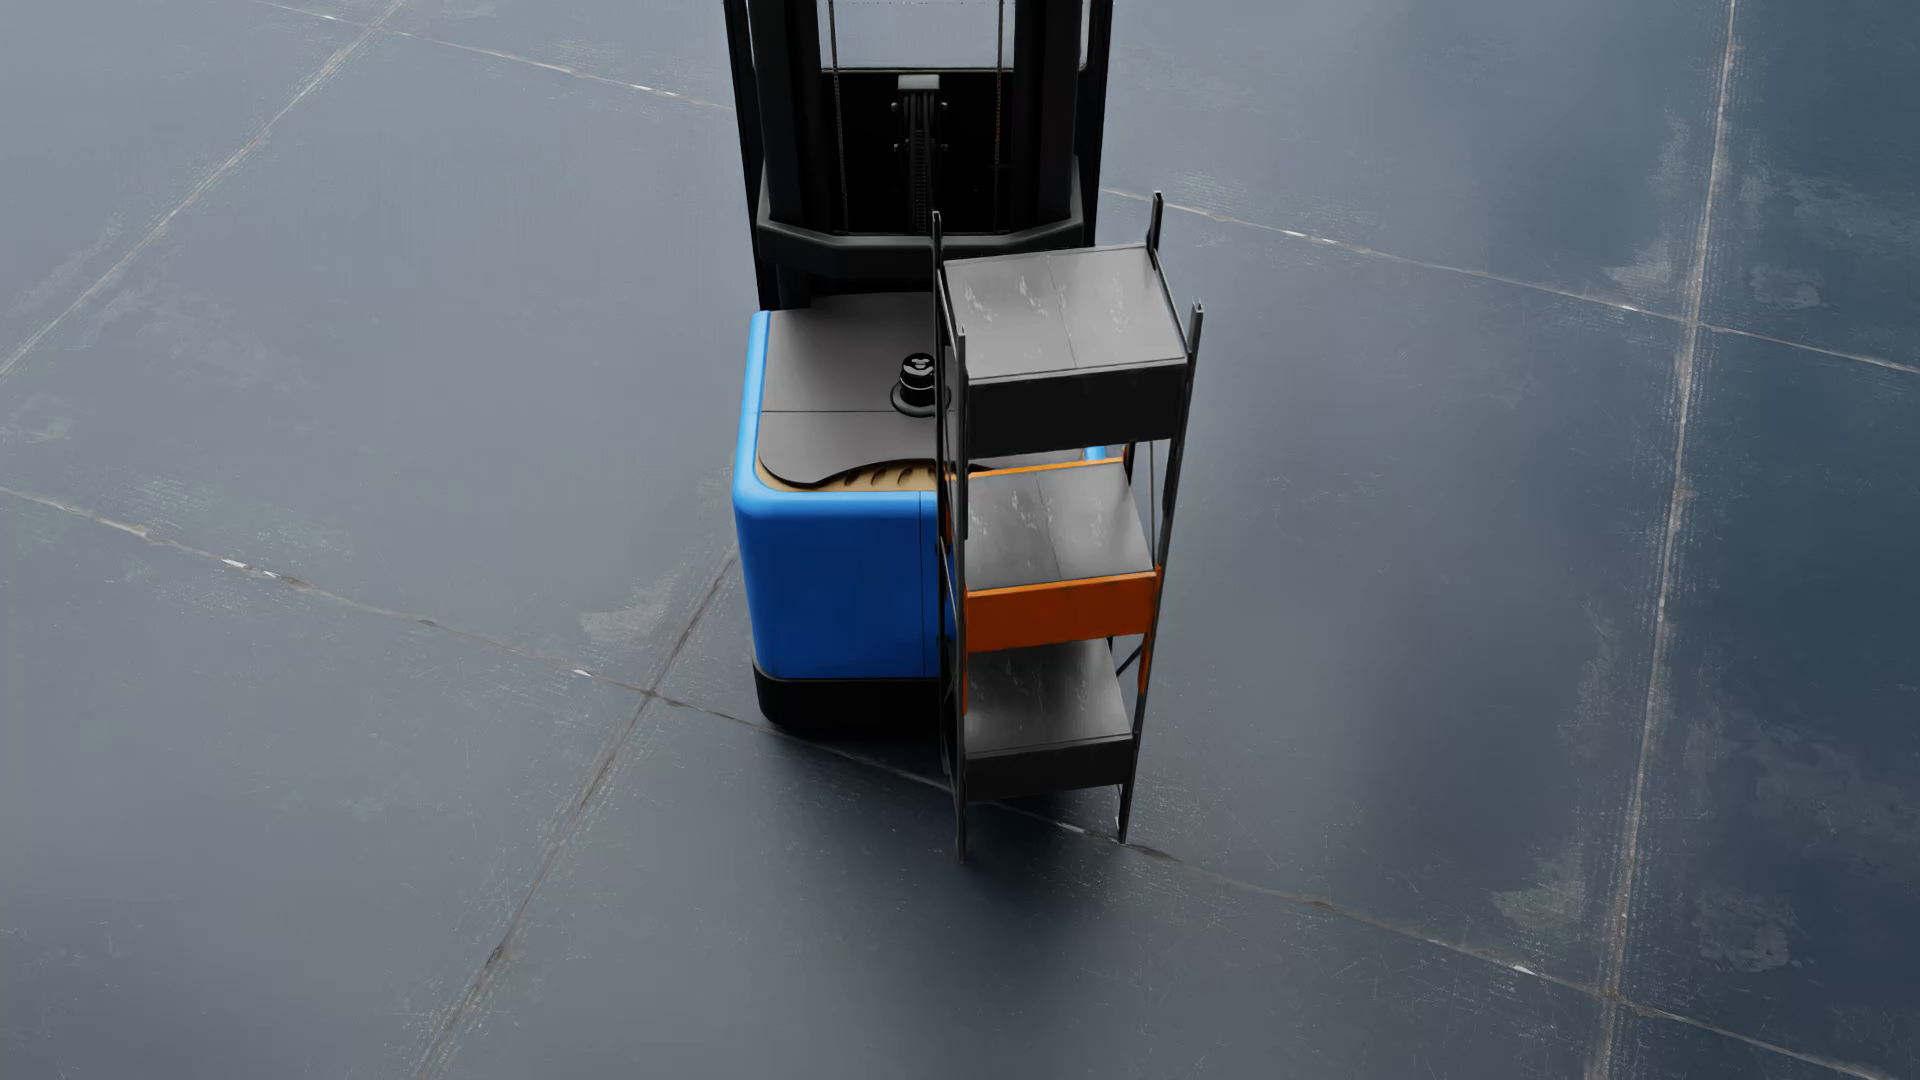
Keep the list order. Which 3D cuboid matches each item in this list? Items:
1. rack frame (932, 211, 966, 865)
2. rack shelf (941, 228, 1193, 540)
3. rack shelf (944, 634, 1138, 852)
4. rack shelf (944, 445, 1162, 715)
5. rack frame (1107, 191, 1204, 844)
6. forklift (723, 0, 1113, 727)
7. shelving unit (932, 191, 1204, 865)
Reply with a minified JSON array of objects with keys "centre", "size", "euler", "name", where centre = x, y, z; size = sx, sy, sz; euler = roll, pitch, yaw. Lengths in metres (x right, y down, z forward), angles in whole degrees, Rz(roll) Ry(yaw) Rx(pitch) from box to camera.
[{"centre":[-0.025,0.125,4.251],"size":[0.015,2.100,0.400],"euler":[-6,50,-5],"name":"rack frame"},{"centre":[0.217,-0.349,3.753],"size":[0.480,0.518,0.431],"euler":[-6,50,-5],"name":"rack shelf"},{"centre":[0.217,0.563,4.815],"size":[0.480,0.518,0.431],"euler":[-6,50,-5],"name":"rack shelf"},{"centre":[0.217,0.107,4.284],"size":[0.480,0.518,0.431],"euler":[-6,50,-5],"name":"rack shelf"},{"centre":[0.458,0.072,4.296],"size":[0.015,2.100,0.400],"euler":[-6,50,-5],"name":"rack frame"},{"centre":[-0.118,-1.480,5.093],"size":[1.130,2.935,3.031],"euler":[0,49,0],"name":"forklift"},{"centre":[0.217,0.099,4.274],"size":[0.503,2.100,0.431],"euler":[-6,50,-5],"name":"shelving unit"}]
